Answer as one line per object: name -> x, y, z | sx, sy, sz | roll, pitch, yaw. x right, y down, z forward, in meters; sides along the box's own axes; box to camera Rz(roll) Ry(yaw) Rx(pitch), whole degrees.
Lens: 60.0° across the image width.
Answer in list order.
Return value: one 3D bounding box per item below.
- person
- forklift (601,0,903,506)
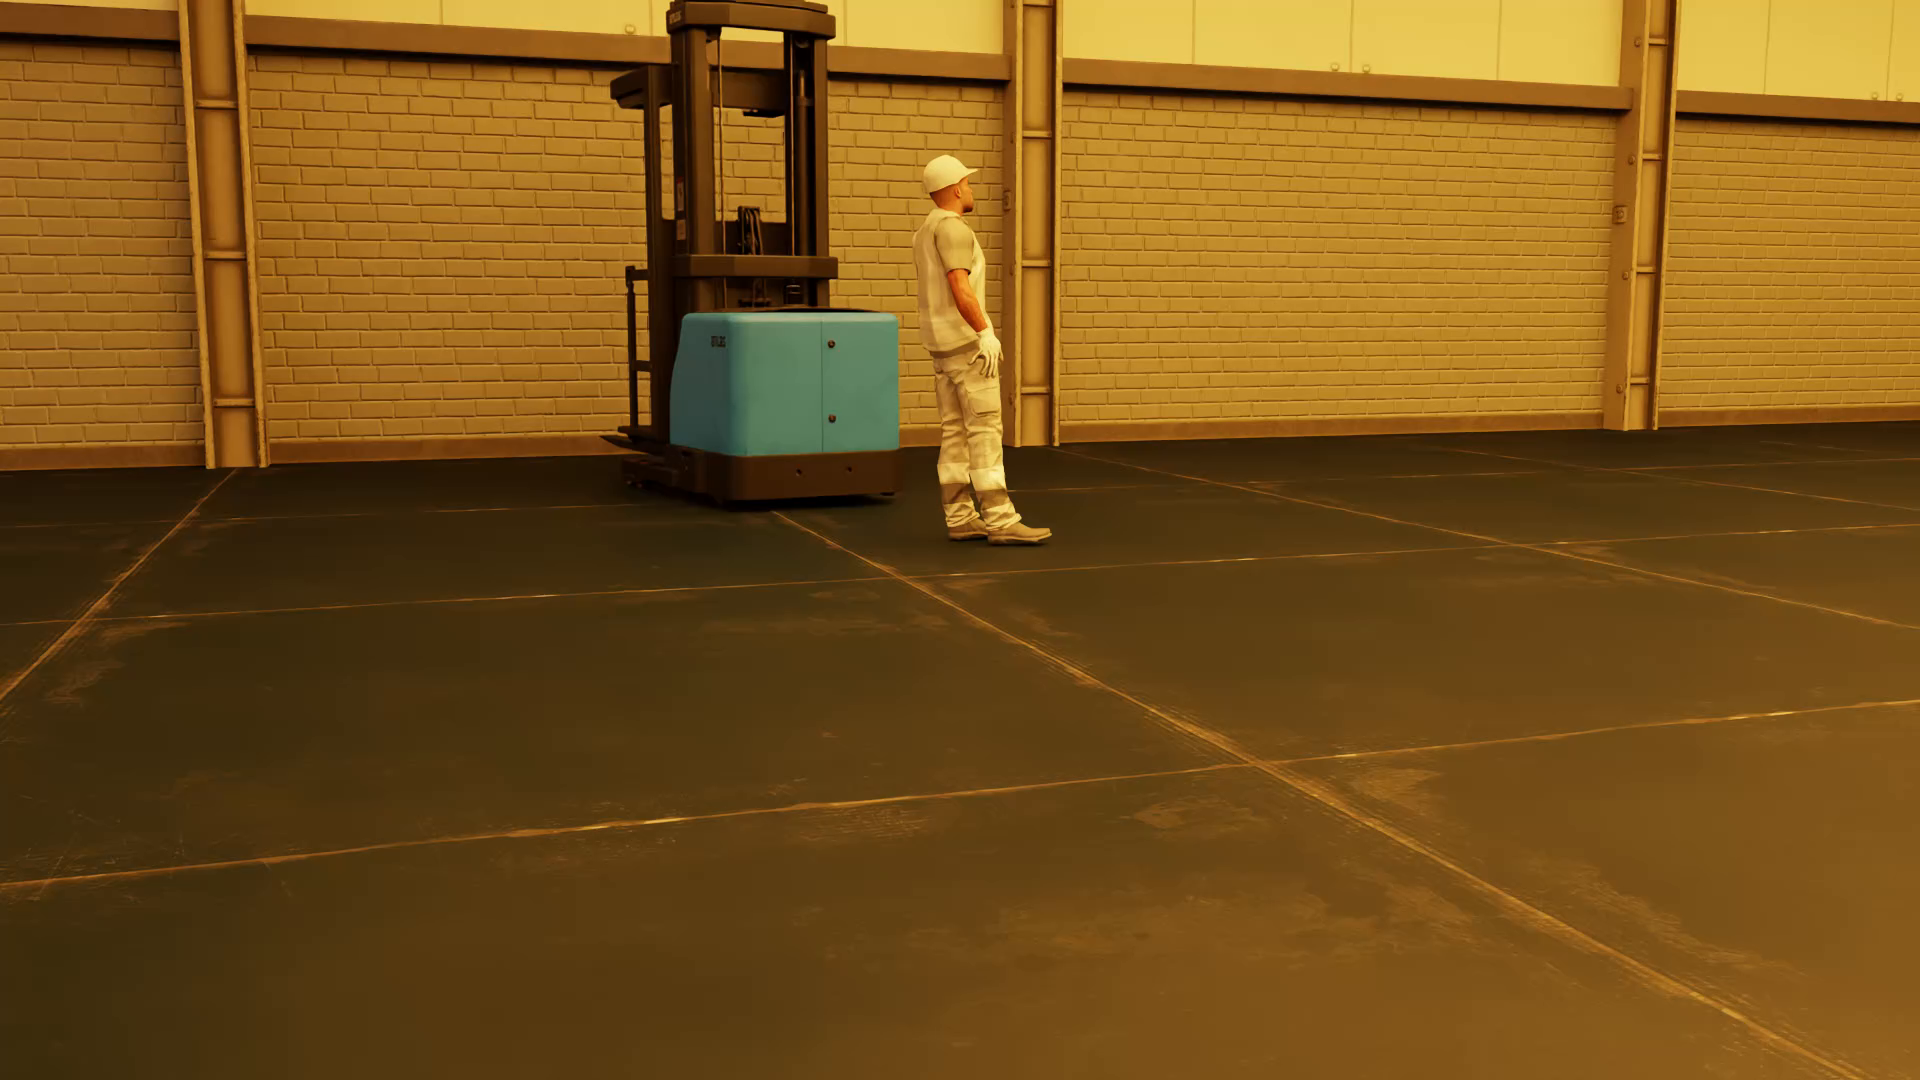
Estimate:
person -> 0.081, -0.895, 7.817 | 0.560, 1.789, 0.636 | -3, 8, -18
forklift -> -1.479, -1.799, 10.279 | 1.130, 2.935, 3.031 | -4, 9, -29
